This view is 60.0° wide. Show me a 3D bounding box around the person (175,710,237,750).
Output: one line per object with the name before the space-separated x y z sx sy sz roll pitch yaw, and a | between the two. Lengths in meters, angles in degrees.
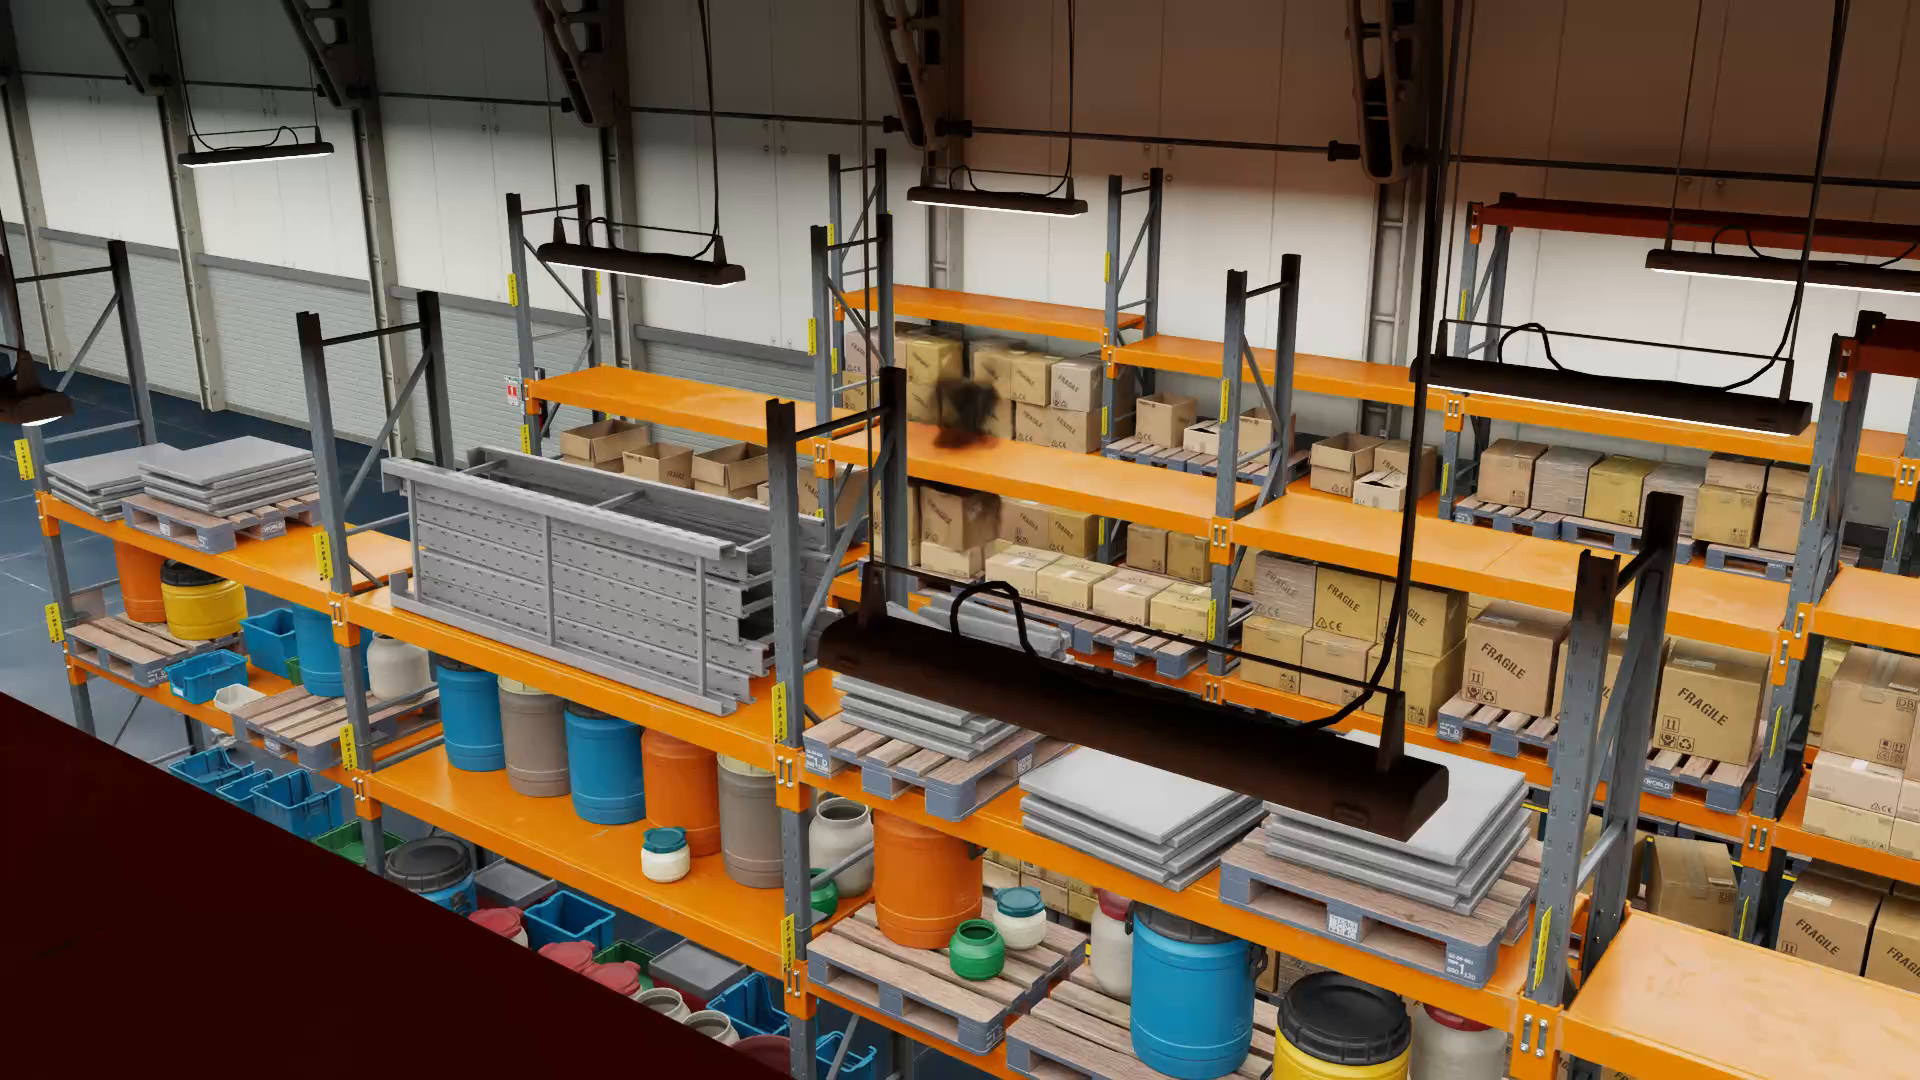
person | -8.210 1.488 17.885 0.609 1.741 0.644 -11 22 -31

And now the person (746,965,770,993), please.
person | -1.884 2.925 13.566 0.834 1.775 0.610 10 21 29
